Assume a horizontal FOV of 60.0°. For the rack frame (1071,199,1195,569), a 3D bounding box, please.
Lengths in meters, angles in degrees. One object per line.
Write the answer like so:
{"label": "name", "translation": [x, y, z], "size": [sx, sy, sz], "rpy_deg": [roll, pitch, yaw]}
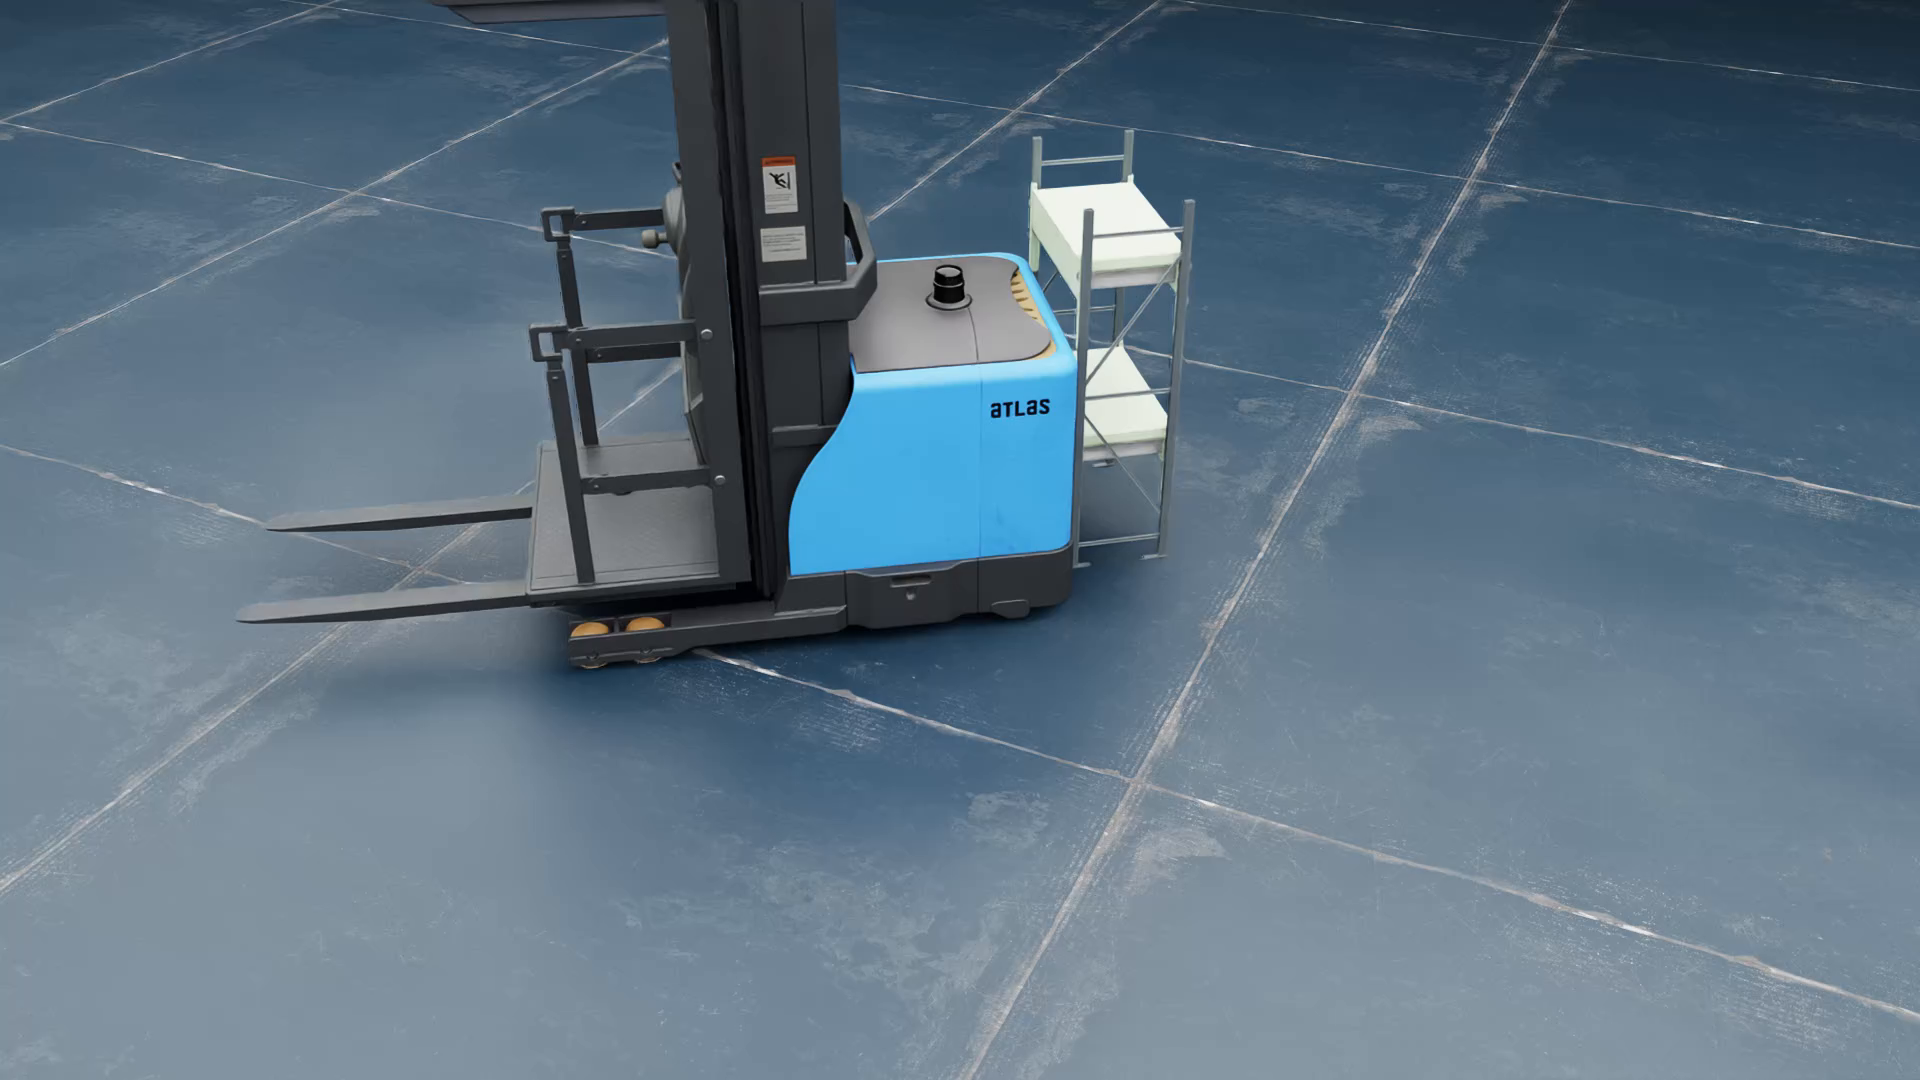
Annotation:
{"label": "rack frame", "translation": [0.626, -0.540, 6.206], "size": [0.400, 1.500, 0.023], "rpy_deg": [-7, 34, -10]}

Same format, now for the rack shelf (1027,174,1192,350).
{"label": "rack shelf", "translation": [0.550, -1.063, 6.292], "size": [0.431, 0.370, 0.720], "rpy_deg": [-7, 34, -10]}

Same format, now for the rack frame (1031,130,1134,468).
{"label": "rack frame", "translation": [0.475, -0.933, 6.805], "size": [0.400, 1.500, 0.023], "rpy_deg": [-7, 34, -10]}

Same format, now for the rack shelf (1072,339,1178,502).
{"label": "rack shelf", "translation": [0.550, -0.464, 6.684], "size": [0.431, 0.370, 0.720], "rpy_deg": [-7, 34, -10]}

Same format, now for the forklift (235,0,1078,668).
{"label": "forklift", "translation": [-1.140, -1.073, 5.713], "size": [3.031, 2.935, 1.130], "rpy_deg": [-5, 34, -8]}

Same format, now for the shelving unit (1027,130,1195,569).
{"label": "shelving unit", "translation": [0.550, -0.737, 6.506], "size": [0.431, 1.500, 0.755], "rpy_deg": [-7, 34, -10]}
